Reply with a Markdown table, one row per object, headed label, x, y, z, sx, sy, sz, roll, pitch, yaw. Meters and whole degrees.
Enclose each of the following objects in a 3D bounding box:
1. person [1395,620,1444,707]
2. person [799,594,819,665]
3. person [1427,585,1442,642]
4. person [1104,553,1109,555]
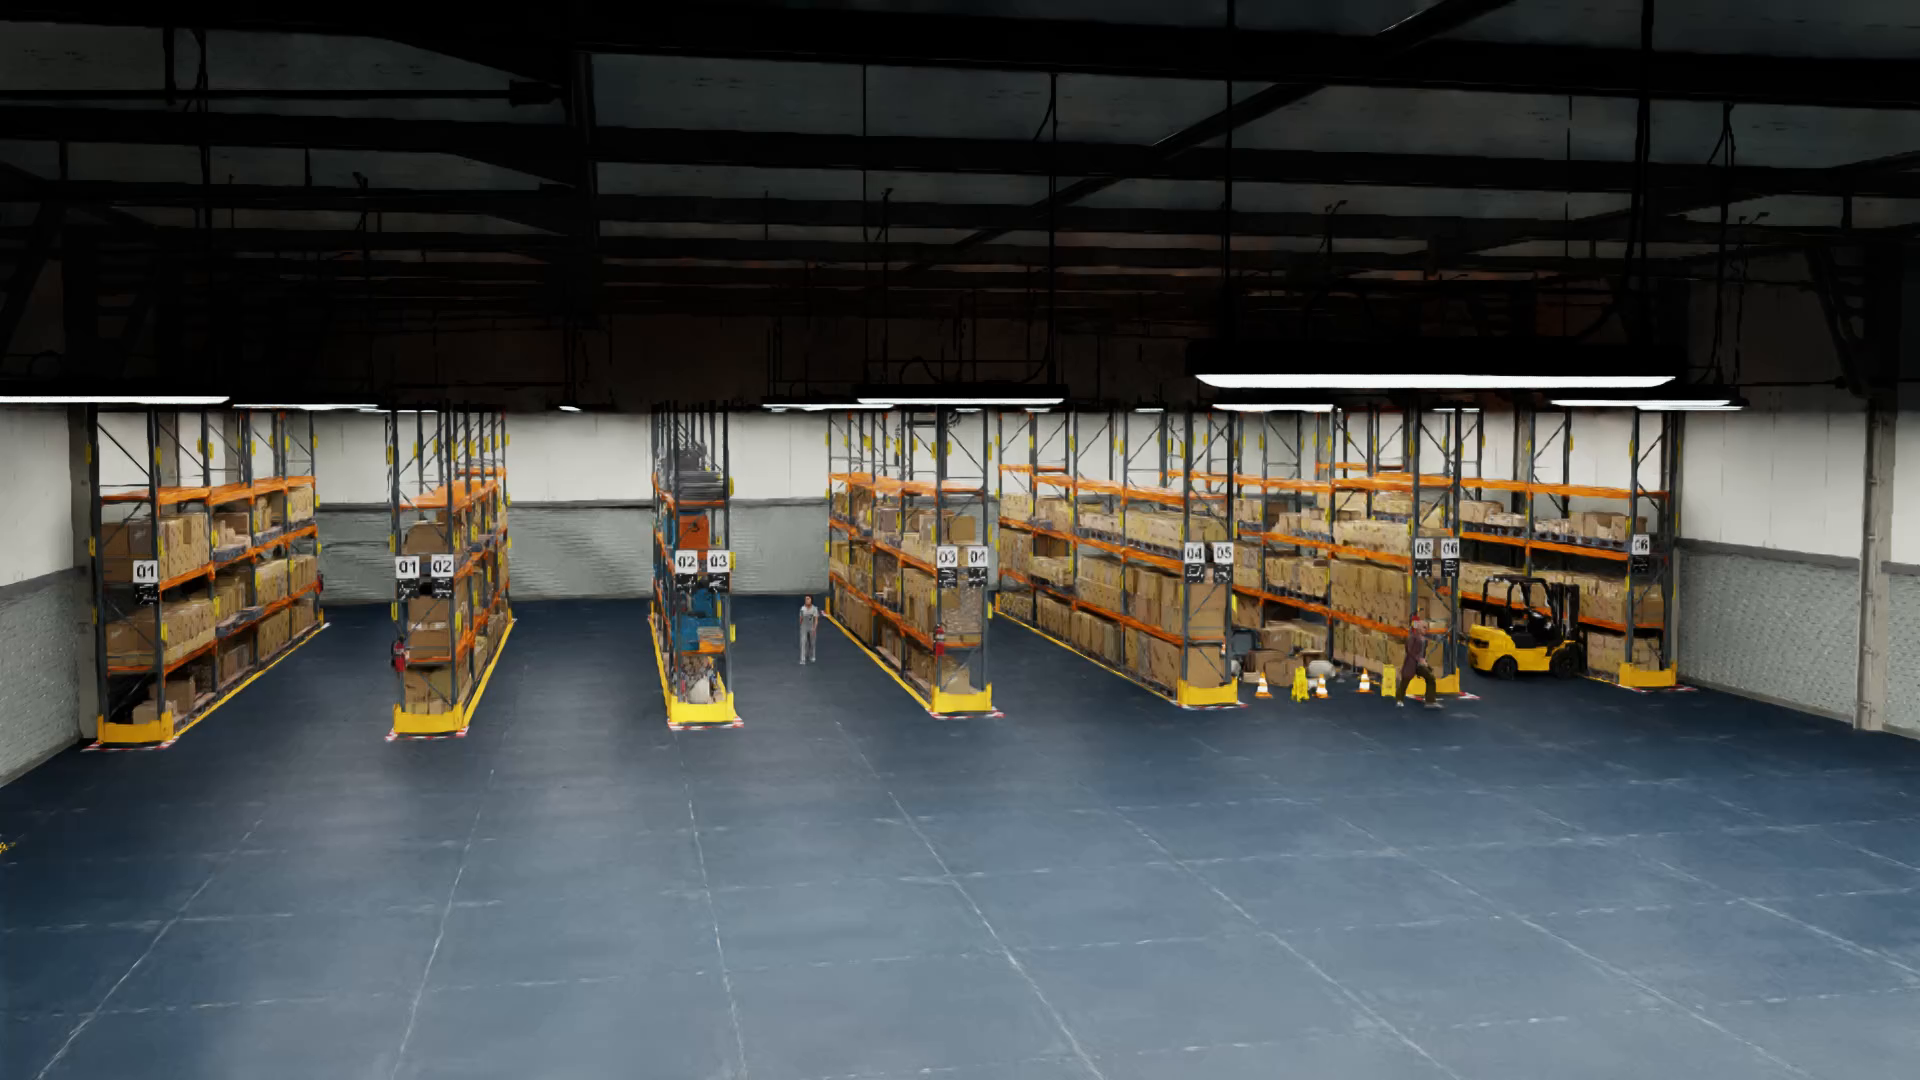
| label | x | y | z | sx | sy | sz | roll | pitch | yaw |
| --- | --- | --- | --- | --- | --- | --- | --- | --- | --- |
| person | 8.898 | 2.413 | 32.429 | 0.728 | 1.722 | 0.852 | -3 | 5 | -31 |
| person | -3.460 | 2.037 | 38.097 | 0.445 | 1.605 | 1.014 | 0 | 4 | -3 |
| person | 11.265 | 1.883 | 39.742 | 0.551 | 1.665 | 0.573 | 1 | 4 | 17 |
| person | 4.497 | 1.181 | 49.836 | 0.431 | 1.592 | 0.601 | -3 | 5 | -36 |
